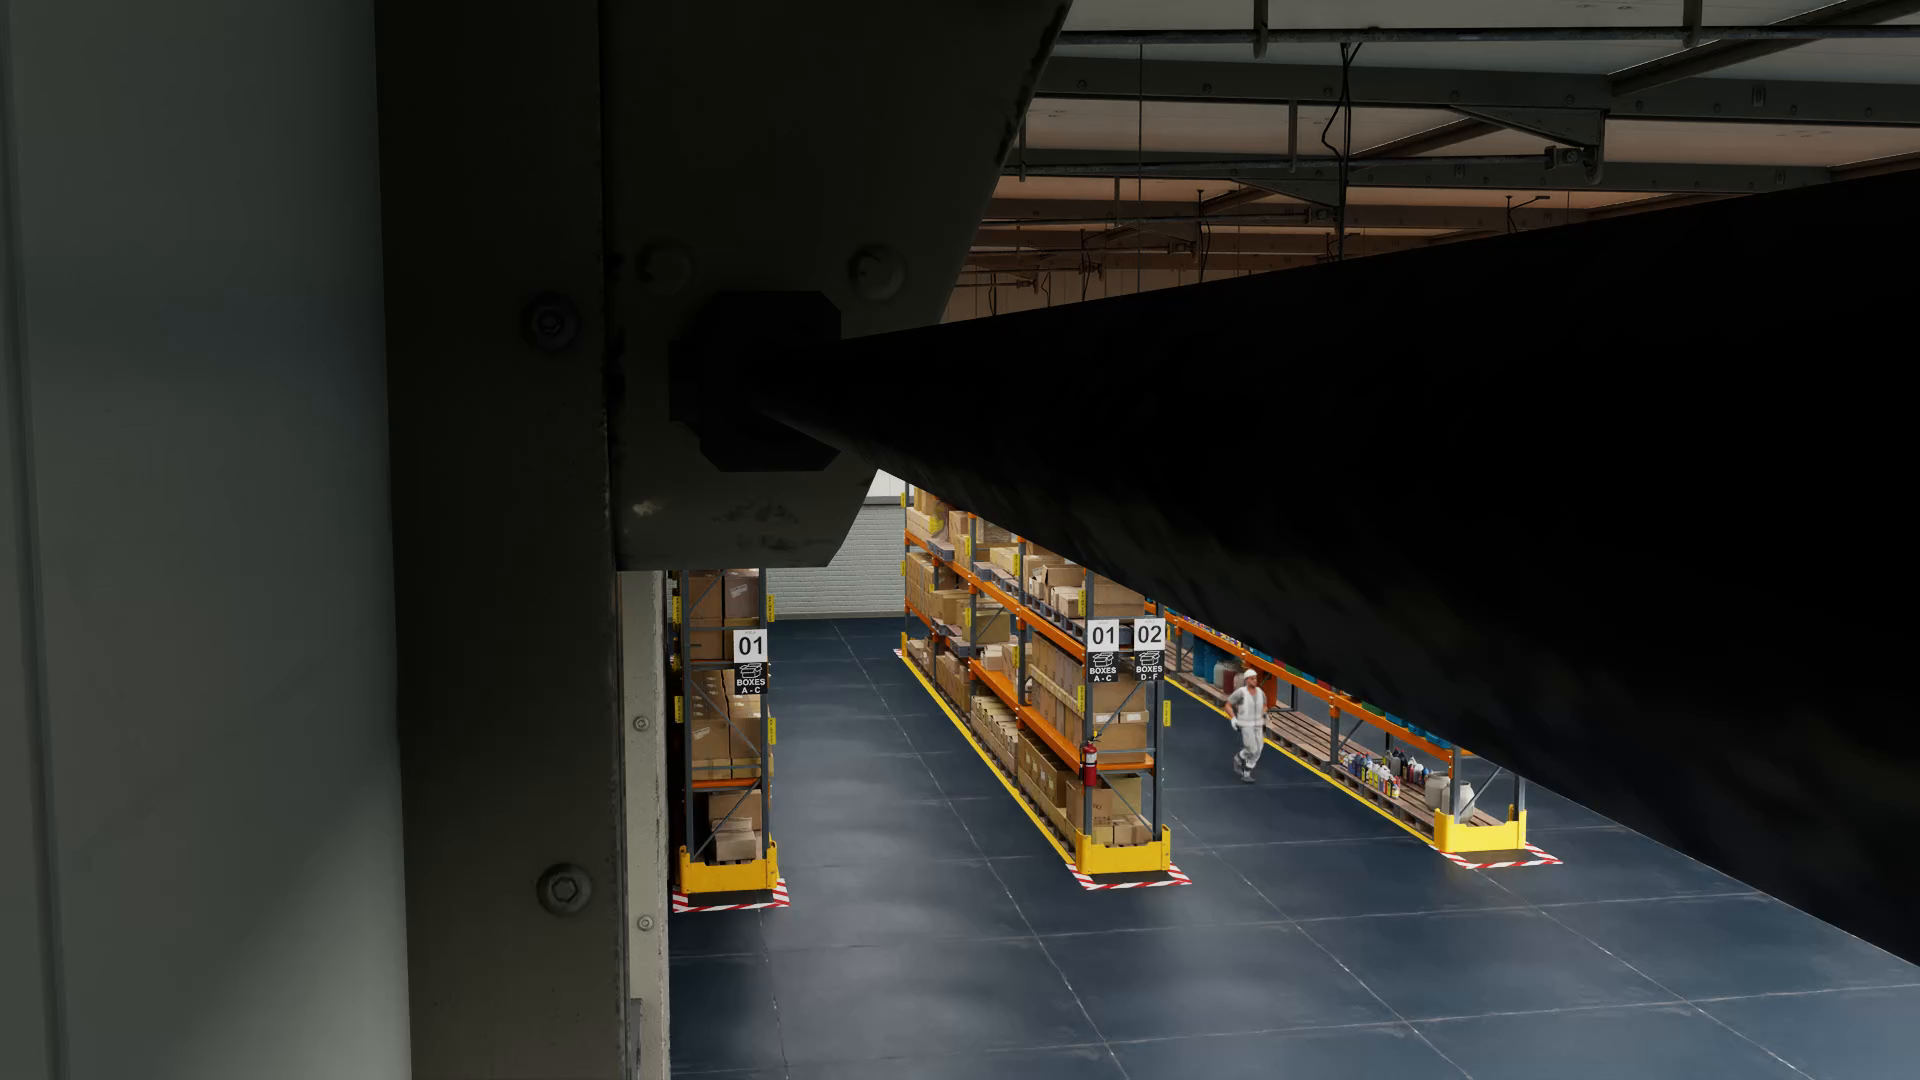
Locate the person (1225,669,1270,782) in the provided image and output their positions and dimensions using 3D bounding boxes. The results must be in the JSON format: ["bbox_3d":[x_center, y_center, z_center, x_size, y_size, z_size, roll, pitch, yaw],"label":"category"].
[{"bbox_3d":[4.438,2.842,25.291,0.651,1.743,0.585,-3,7,-24],"label":"person"}]
